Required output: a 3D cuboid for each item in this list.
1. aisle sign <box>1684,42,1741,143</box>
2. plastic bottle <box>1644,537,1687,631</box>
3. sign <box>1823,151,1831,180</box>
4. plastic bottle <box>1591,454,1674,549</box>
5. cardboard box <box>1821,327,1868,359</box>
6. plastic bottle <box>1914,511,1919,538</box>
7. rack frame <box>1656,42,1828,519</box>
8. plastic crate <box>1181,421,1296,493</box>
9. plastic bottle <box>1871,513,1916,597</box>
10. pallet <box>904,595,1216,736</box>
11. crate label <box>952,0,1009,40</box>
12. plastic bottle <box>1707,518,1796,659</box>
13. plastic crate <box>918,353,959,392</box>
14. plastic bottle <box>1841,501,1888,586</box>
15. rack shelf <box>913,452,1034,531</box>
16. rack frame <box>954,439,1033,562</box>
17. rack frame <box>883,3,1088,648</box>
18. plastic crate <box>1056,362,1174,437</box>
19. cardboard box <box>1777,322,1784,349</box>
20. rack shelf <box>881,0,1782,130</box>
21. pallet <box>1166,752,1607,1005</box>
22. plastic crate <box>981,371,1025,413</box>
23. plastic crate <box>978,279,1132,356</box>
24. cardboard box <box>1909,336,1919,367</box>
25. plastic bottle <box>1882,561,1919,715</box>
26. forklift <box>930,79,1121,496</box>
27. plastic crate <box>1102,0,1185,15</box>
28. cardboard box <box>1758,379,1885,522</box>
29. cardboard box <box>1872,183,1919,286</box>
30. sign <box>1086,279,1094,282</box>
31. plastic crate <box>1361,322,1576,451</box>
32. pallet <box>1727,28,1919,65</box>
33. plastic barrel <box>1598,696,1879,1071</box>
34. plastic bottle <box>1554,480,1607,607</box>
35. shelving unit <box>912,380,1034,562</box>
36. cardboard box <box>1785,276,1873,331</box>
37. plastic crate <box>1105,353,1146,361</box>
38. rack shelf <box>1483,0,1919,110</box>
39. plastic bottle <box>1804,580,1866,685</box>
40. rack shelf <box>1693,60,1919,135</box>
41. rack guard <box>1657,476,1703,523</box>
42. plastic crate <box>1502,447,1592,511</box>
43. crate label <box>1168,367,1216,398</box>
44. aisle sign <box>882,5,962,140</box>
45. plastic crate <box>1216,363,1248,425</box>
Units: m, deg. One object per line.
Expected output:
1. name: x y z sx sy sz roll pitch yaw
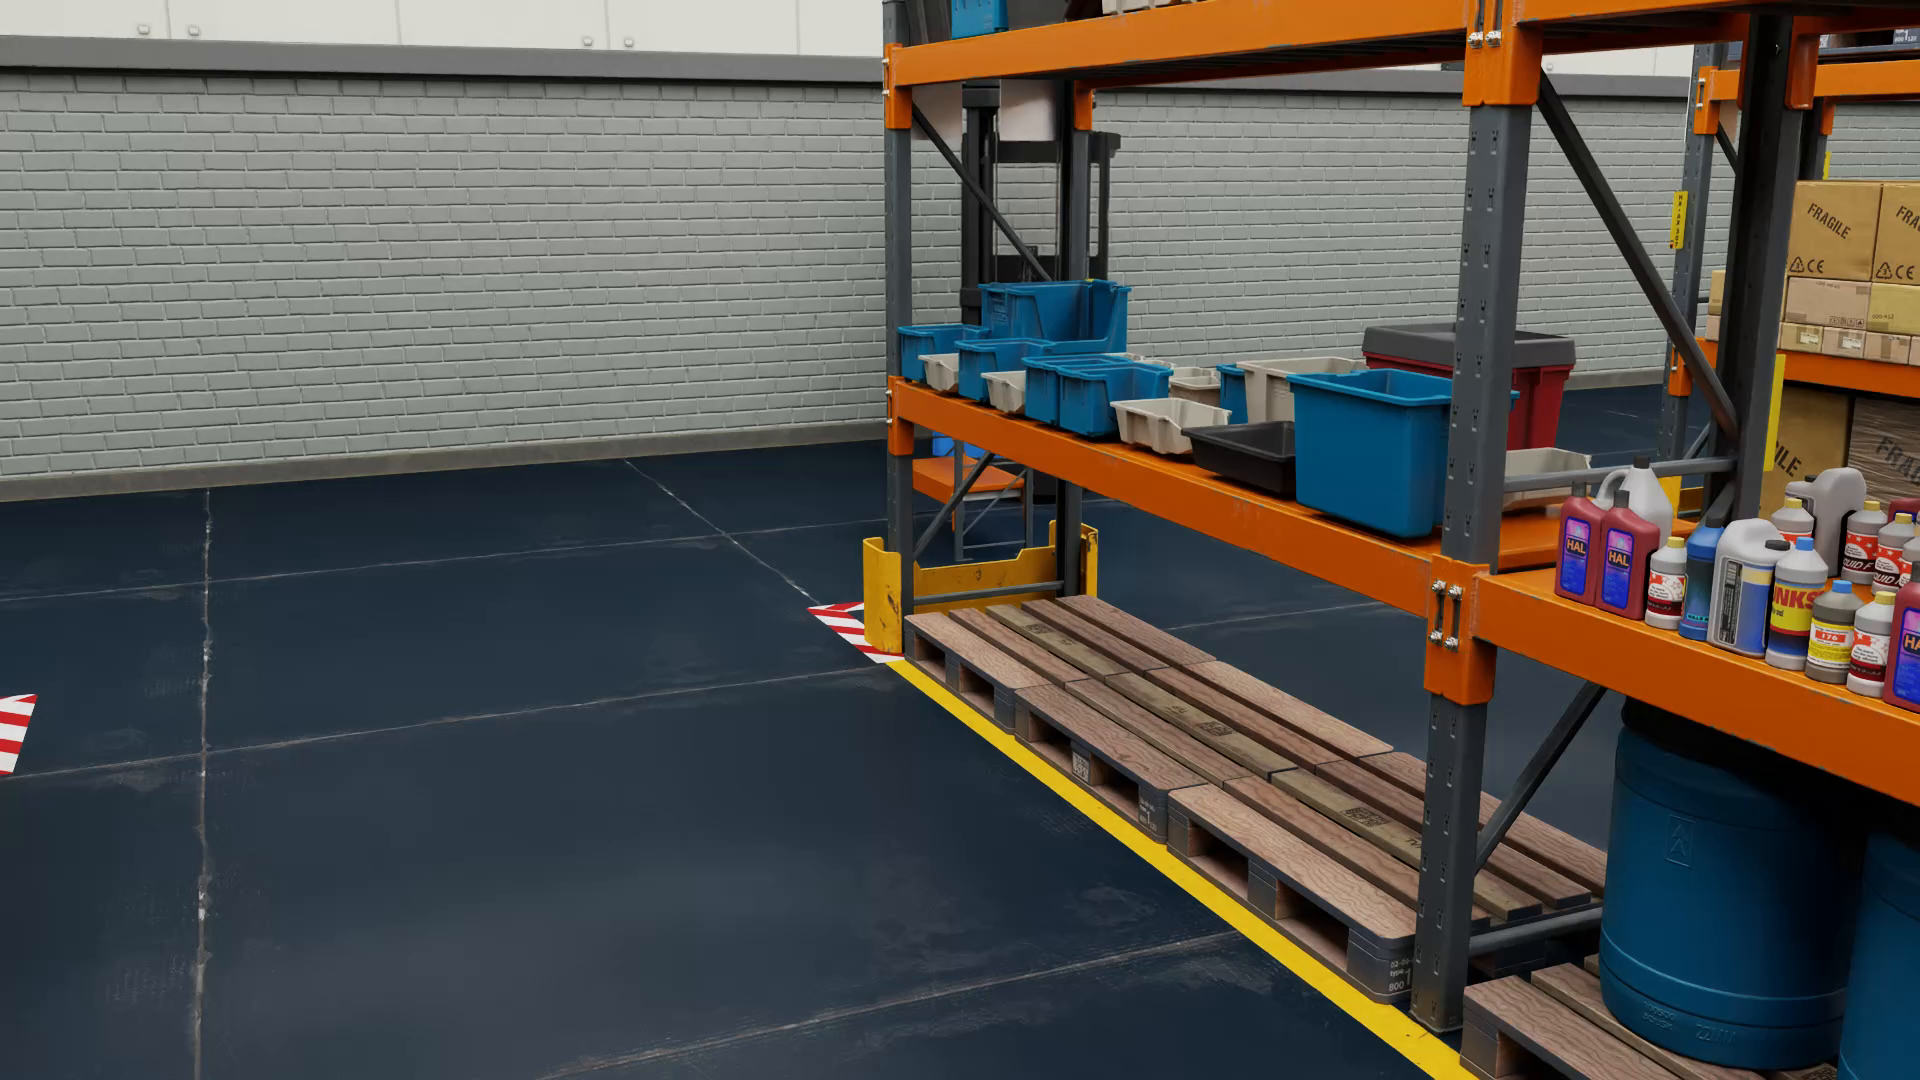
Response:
1. aisle sign: 4.365 -2.694 9.593 0.394 0.787 0.004 -6 14 -23
2. plastic bottle: 1.605 0.095 3.749 0.097 0.201 0.097 0 13 0
3. sign: 5.171 -2.166 9.981 0.100 0.325 0.005 -6 14 -23
4. plastic bottle: 1.593 -0.032 3.964 0.144 0.351 0.185 -6 14 -23
5. cardboard box: 4.821 -1.055 8.832 0.380 0.149 0.250 -6 14 -24
6. plastic bottle: 2.333 0.022 3.898 0.152 0.276 0.135 -6 14 -23
7. rack frame: 4.669 -1.440 9.939 1.000 3.000 0.127 -6 14 -23
8. plastic crate: 1.038 -0.268 5.354 0.437 0.125 0.590 -6 14 -23
9. plastic bottle: 2.256 0.037 3.997 0.097 0.201 0.097 0 13 0
10. pallet: 0.425 0.540 7.569 1.003 0.211 1.213 -6 14 -23
11. crate label: 0.204 -2.162 6.735 0.408 0.251 0.502 -6 14 -23
12. plastic bottle: 1.716 0.100 3.561 0.152 0.276 0.135 -6 14 -23
13. plastic crate: -0.020 -0.739 7.362 0.250 0.136 0.298 -6 14 -23
14. plastic bottle: 2.258 0.004 4.139 0.097 0.201 0.097 0 13 0
15. rack shelf: -0.003 -0.311 10.304 0.538 0.278 1.000 -6 14 -23
16. rack frame: 0.201 -0.444 9.795 0.500 1.125 0.032 -6 14 -23
17. rack frame: 0.130 -0.993 8.006 1.000 3.000 0.127 -6 14 -23
18. plastic crate: 0.575 -0.525 6.226 0.416 0.233 0.300 -6 14 -23
19. cardboard box: 4.612 -1.162 9.293 0.380 0.149 0.250 -6 14 -24
20. rack shelf: 0.932 -1.690 5.964 1.077 0.370 4.000 -6 14 -23
21. pallet: 1.403 1.044 5.391 1.003 0.211 1.213 -6 14 -23
22. plastic crate: 0.252 -0.599 6.756 0.250 0.136 0.298 -6 14 -23
23. plastic crate: 0.436 -0.987 7.769 0.616 0.435 0.499 -6 14 -23
24. cardboard box: 5.026 -0.949 8.375 0.380 0.149 0.250 -6 14 -24
25. plastic bottle: 1.844 0.188 3.162 0.061 0.283 0.133 -6 14 -23
26. forklift: 0.601 -2.011 12.559 1.130 2.935 3.031 3 13 12
27. plastic crate: 0.735 -1.910 5.582 0.437 0.282 0.530 -6 14 -23
28. cardboard box: 4.998 -0.484 9.591 0.875 0.875 0.875 -6 14 -23
29. cardboard box: 5.027 -1.544 8.398 0.500 0.500 0.500 -6 14 -24
30. sign: 0.628 -1.125 8.217 0.100 0.325 0.005 -6 14 -23
31. plastic crate: 1.605 -0.434 5.316 0.402 0.464 0.583 -6 14 -23
32. pallet: 4.975 -2.706 8.953 1.003 0.211 1.213 -6 14 -23
33. plastic barrel: 1.935 0.765 4.132 0.600 0.901 0.708 -6 14 -23
34. plastic bottle: 1.489 0.005 3.955 0.061 0.283 0.133 -6 14 -23
35. shelving unit: -0.003 -0.549 10.249 0.538 1.125 1.048 -6 14 -23
36. cardboard box: 4.828 -1.281 8.927 0.500 0.250 0.500 -6 14 -24
37. plastic crate: 0.623 -0.741 7.372 0.396 0.136 0.243 -6 14 -23
38. rack shelf: 2.534 -0.864 2.393 1.077 0.370 4.000 -6 14 -23
39. plastic bottle: 1.776 0.183 3.368 0.097 0.201 0.097 0 13 0
40. rack shelf: 5.470 -2.138 7.897 1.077 0.370 4.000 -6 14 -23
41. rack guard: 4.659 -0.227 10.242 1.175 0.500 0.348 -6 14 -23
42. plastic crate: 1.677 -0.176 4.930 0.396 0.136 0.243 -6 14 -23
43. crate label: 0.860 -0.625 6.868 0.396 0.136 0.243 -6 14 -23
44. aisle sign: -0.171 -2.247 7.661 0.394 0.787 0.004 -6 14 -23
45. plastic crate: 1.188 -0.539 6.285 0.416 0.233 0.300 -6 14 -23
